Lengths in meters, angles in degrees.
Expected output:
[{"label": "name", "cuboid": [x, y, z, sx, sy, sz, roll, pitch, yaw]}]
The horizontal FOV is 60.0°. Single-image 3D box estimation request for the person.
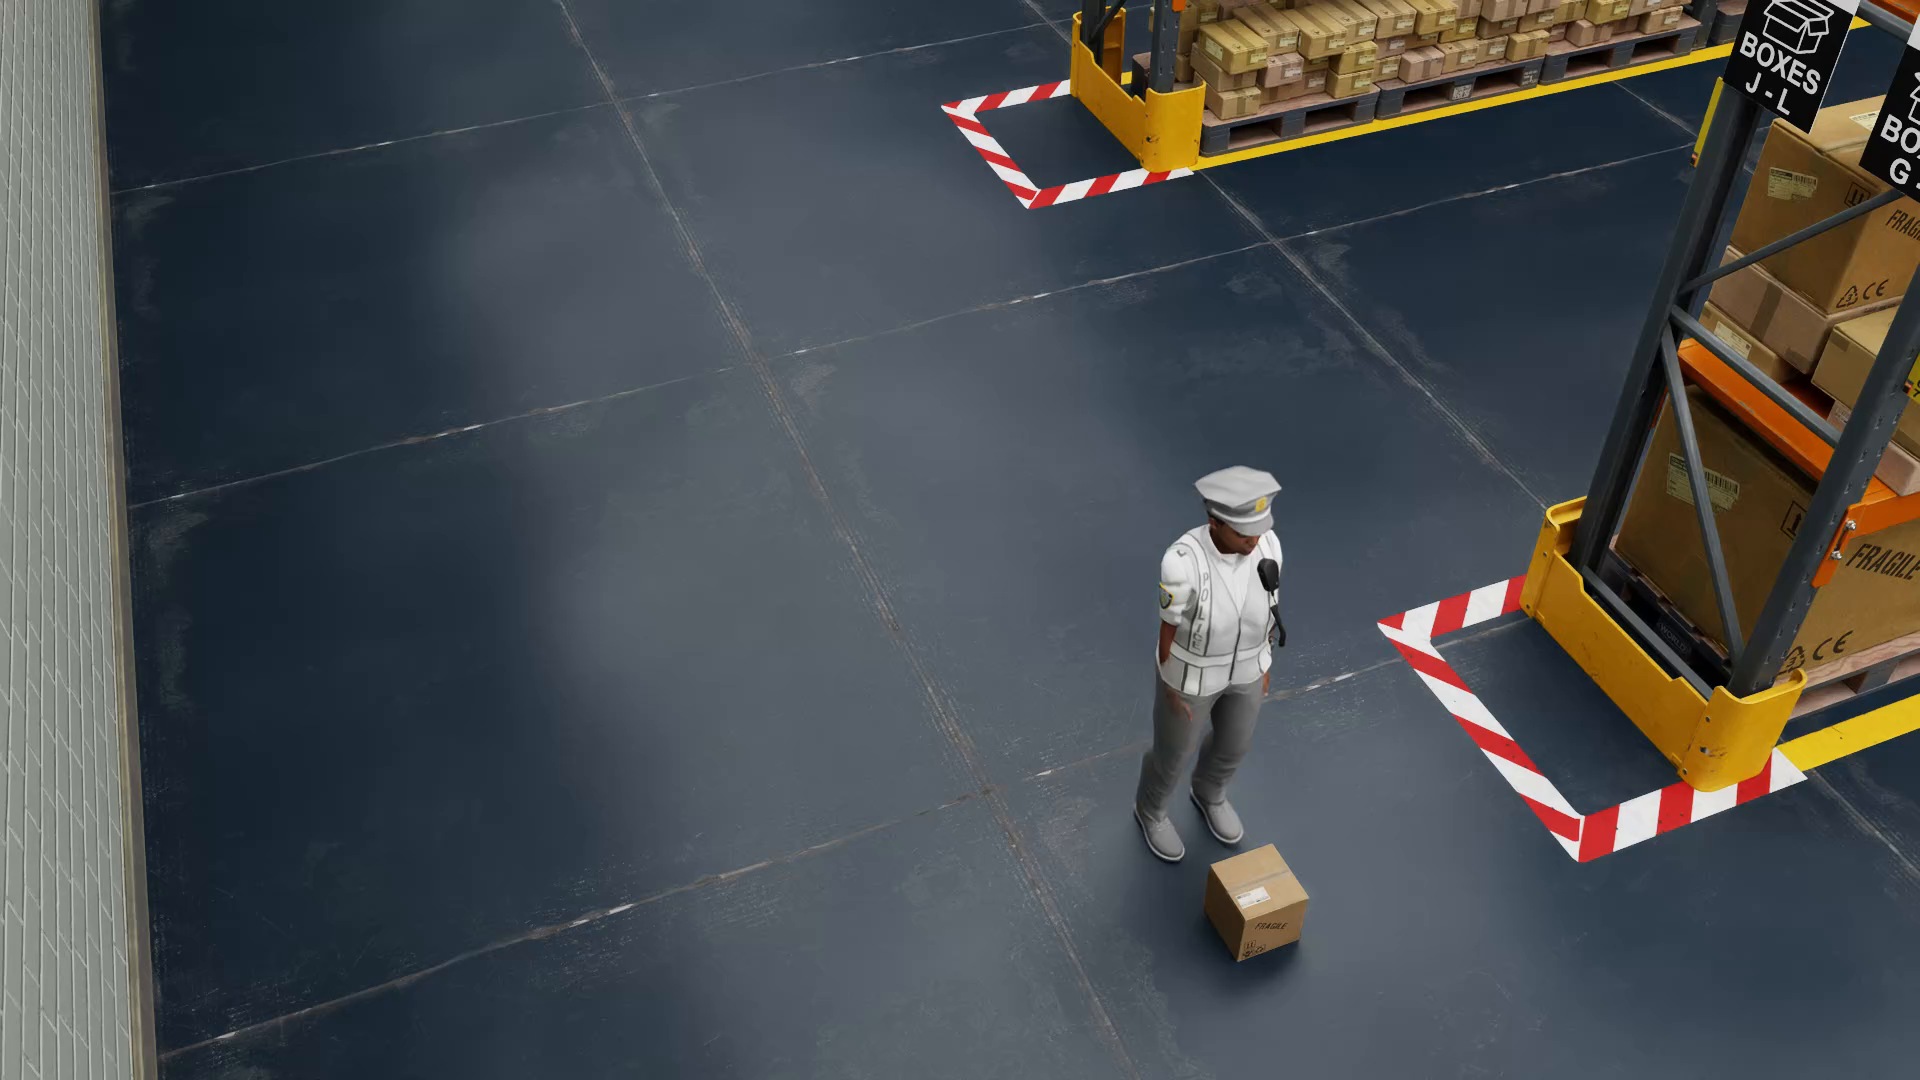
[{"label": "person", "cuboid": [0.870, 0.443, 5.666, 0.438, 1.669, 0.341, -14, 44, -16]}]
